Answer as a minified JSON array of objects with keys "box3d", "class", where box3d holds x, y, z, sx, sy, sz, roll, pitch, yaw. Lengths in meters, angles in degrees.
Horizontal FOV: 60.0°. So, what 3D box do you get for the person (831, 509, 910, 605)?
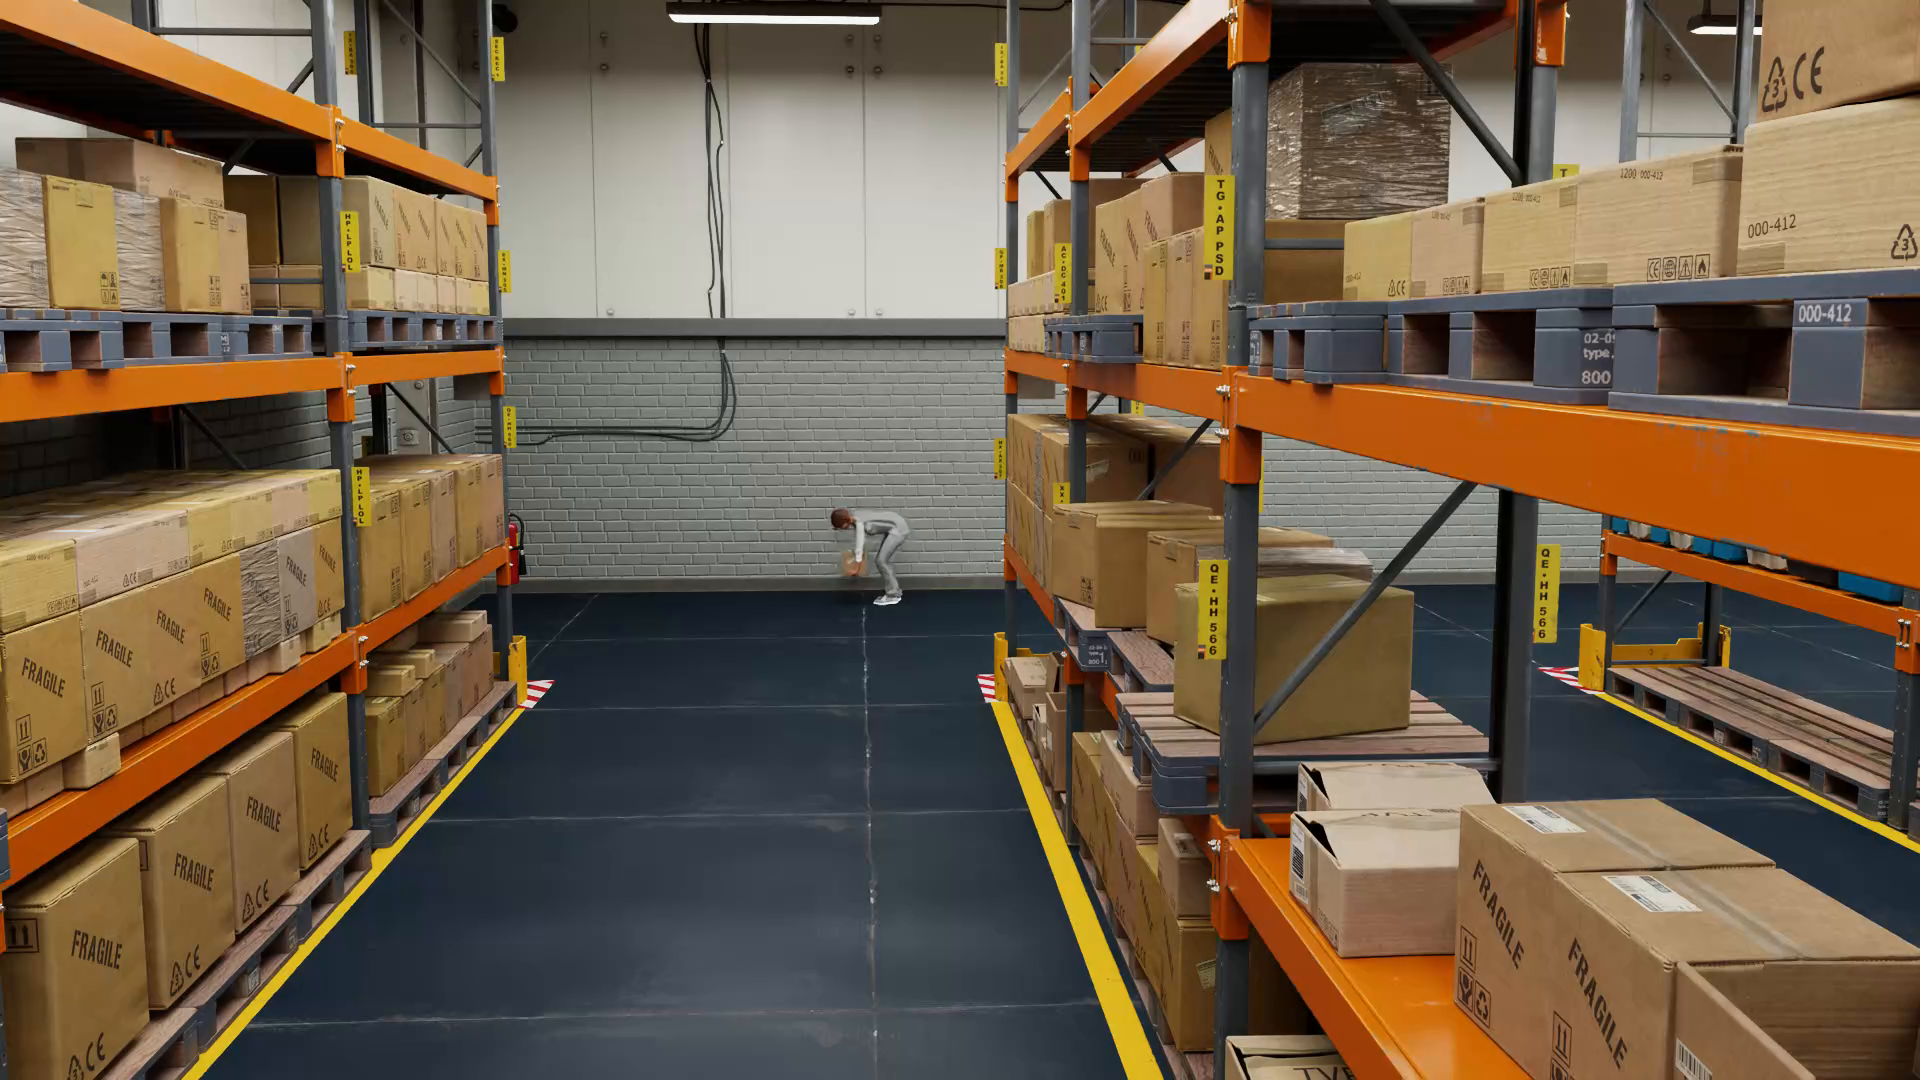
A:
[{"box3d":[-0.973,0.177,18.101,0.864,1.051,0.387,-1,7,-6],"class":"person"}]
